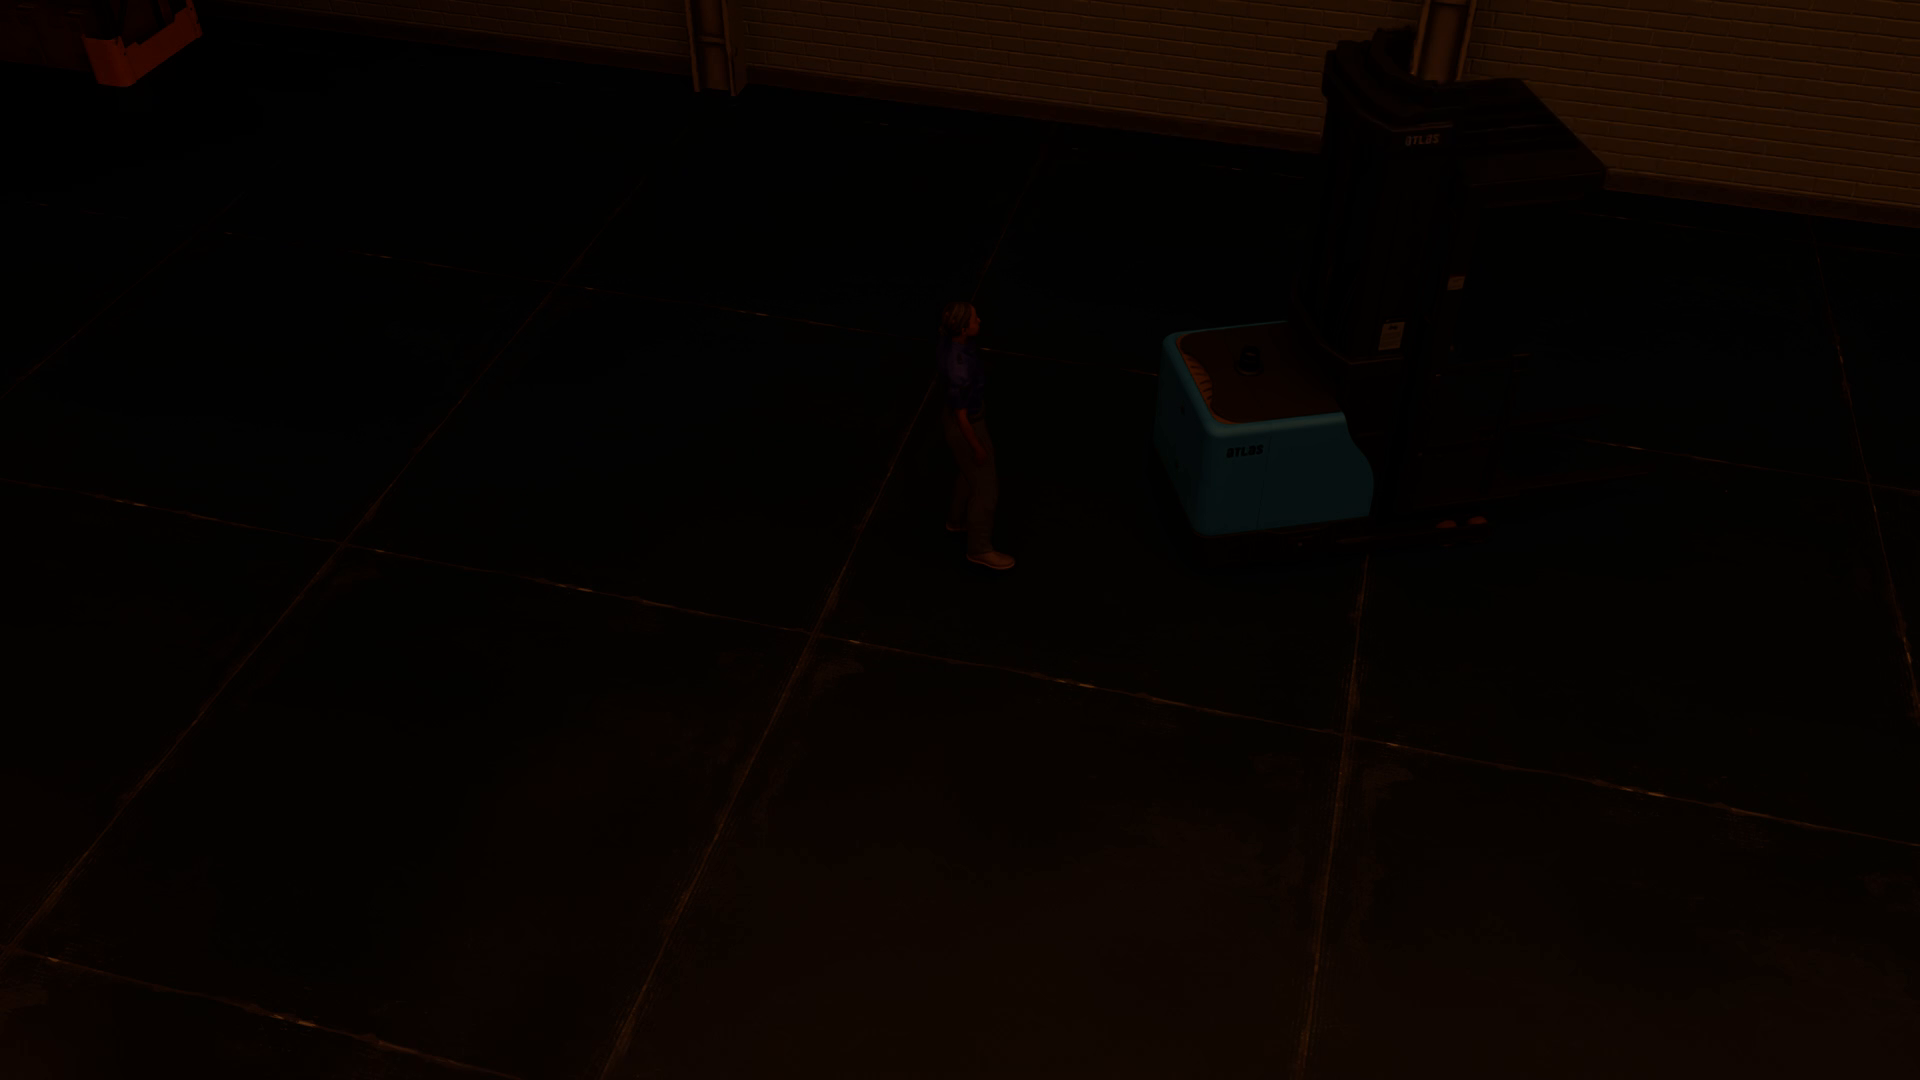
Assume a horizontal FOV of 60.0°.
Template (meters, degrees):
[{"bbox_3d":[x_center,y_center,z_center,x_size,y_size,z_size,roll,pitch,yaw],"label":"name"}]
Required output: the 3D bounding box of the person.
[{"bbox_3d":[0.084,-0.629,9.507,0.415,1.649,0.644,-5,42,-6],"label":"person"}]

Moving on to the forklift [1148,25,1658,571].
[{"bbox_3d":[2.752,-1.395,9.453,3.031,2.935,1.130,-7,42,-8],"label":"forklift"}]
